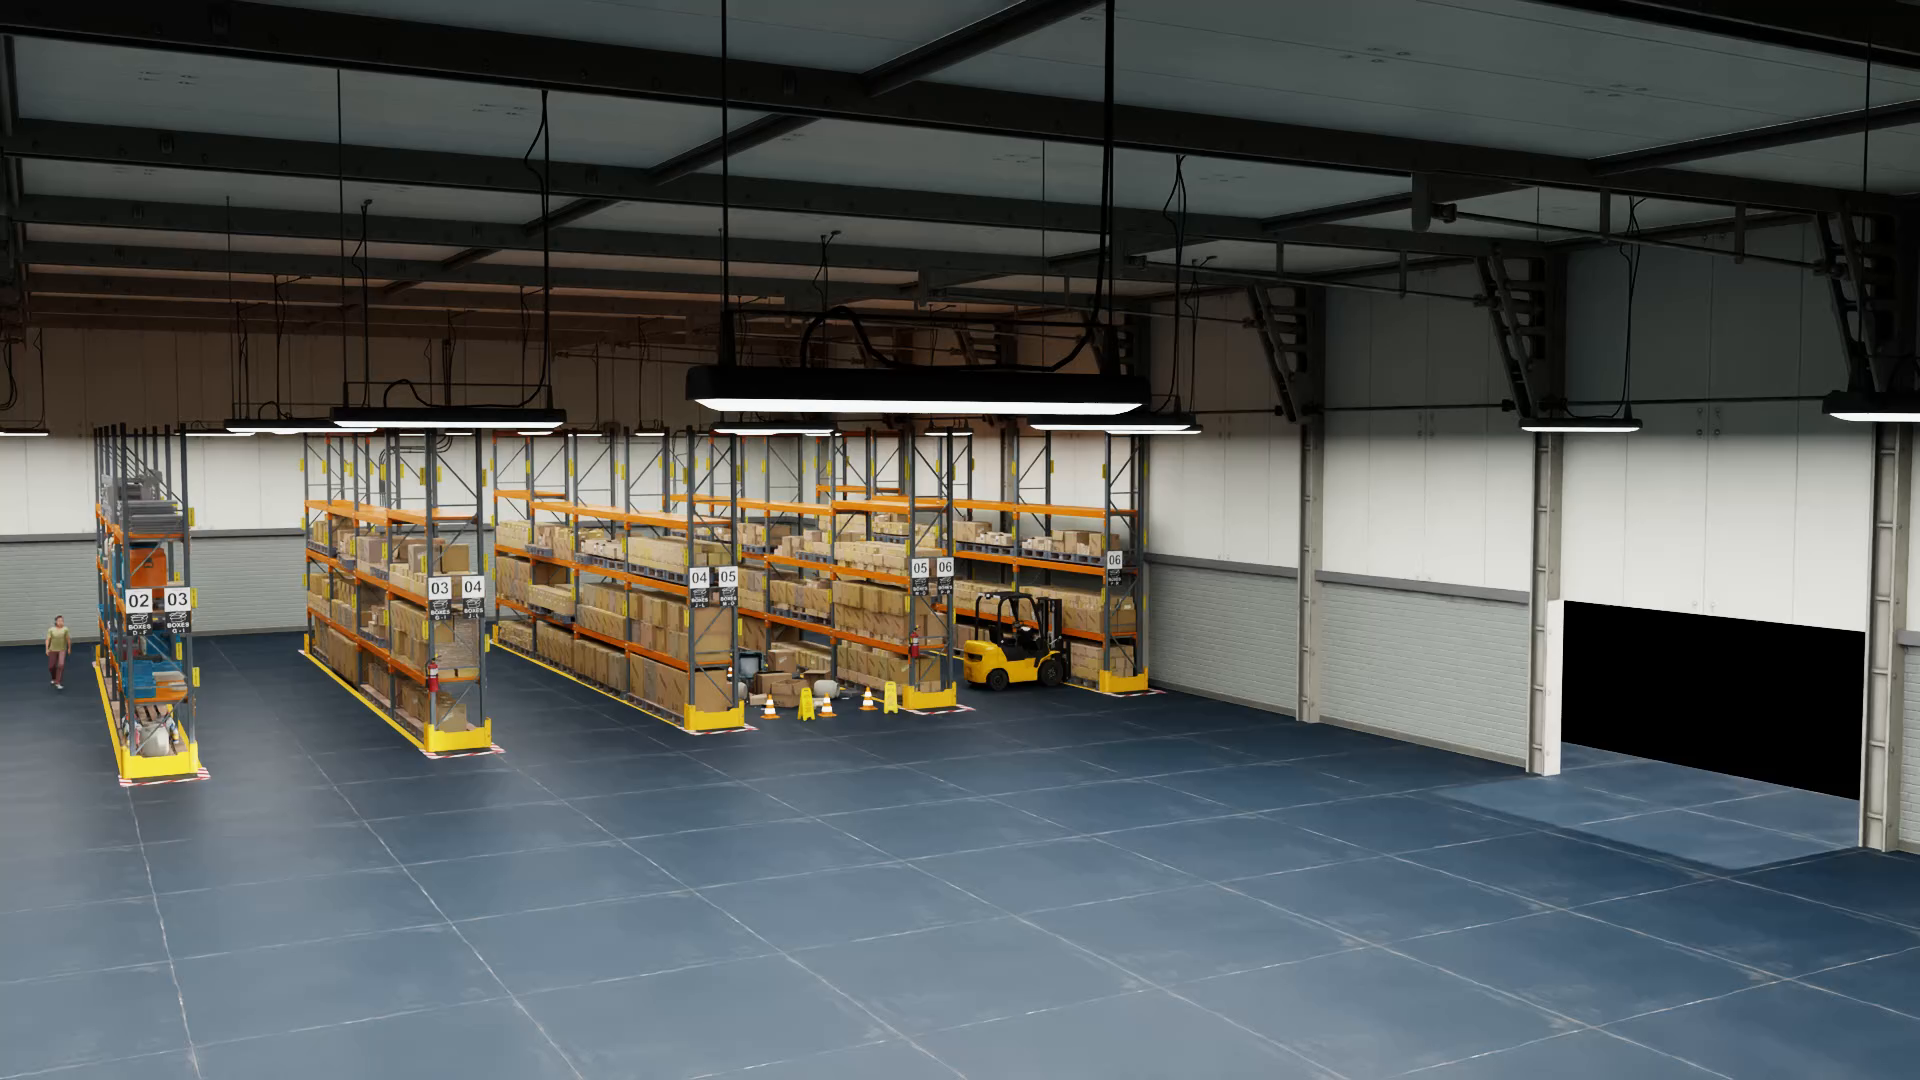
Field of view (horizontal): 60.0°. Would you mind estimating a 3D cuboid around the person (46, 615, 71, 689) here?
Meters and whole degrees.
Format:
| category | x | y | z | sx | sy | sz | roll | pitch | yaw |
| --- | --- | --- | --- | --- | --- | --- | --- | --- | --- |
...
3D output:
| category | x | y | z | sx | sy | sz | roll | pitch | yaw |
| --- | --- | --- | --- | --- | --- | --- | --- | --- | --- |
| person | -20.877 | 2.590 | 38.510 | 0.521 | 1.684 | 0.718 | -2 | 4 | -32 |
